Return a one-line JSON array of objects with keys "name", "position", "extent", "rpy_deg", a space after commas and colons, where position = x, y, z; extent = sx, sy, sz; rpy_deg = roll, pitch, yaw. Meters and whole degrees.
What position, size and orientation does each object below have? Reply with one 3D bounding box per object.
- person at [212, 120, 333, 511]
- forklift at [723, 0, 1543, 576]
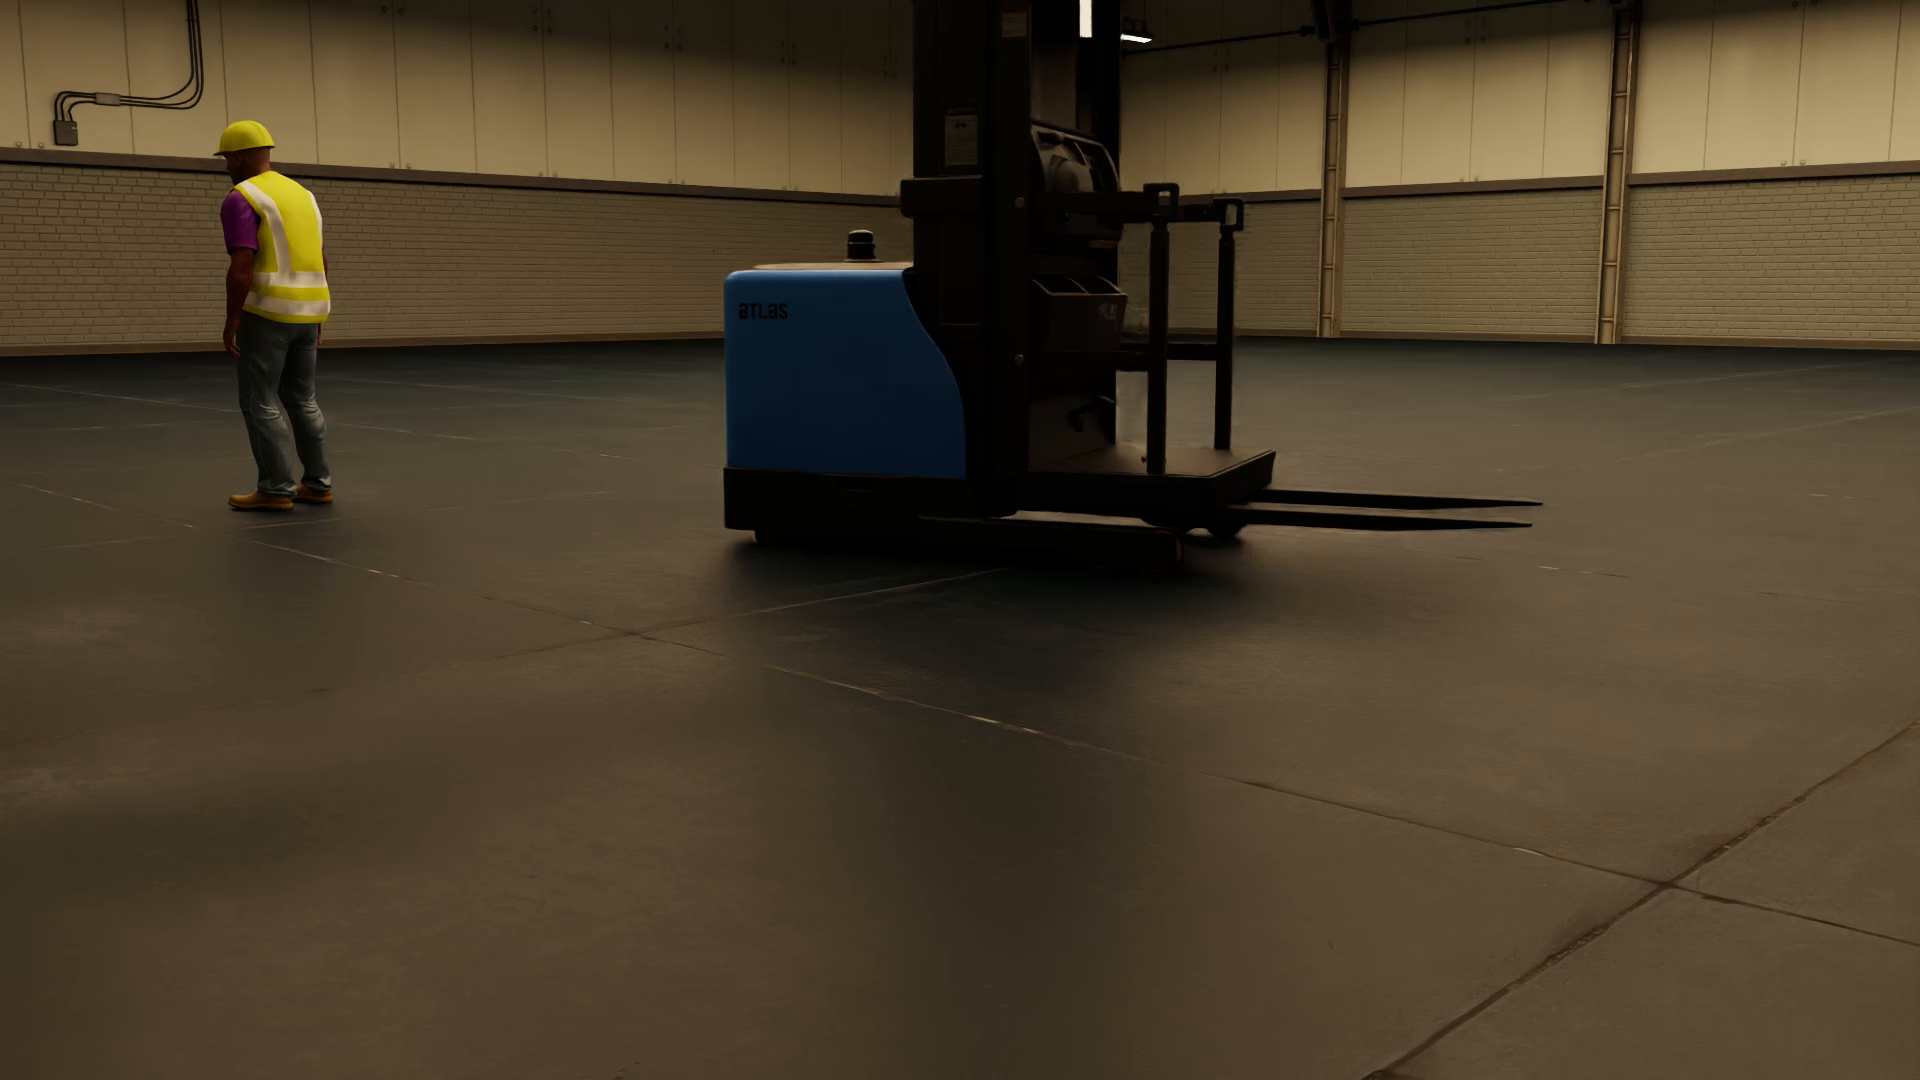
[{"name": "person", "position": [-3.156, -1.026, 7.637], "extent": [0.463, 1.759, 0.626], "rpy_deg": [3, 9, 18]}, {"name": "forklift", "position": [0.632, -1.411, 6.242], "extent": [3.031, 2.935, 1.130], "rpy_deg": [4, 9, 22]}]
